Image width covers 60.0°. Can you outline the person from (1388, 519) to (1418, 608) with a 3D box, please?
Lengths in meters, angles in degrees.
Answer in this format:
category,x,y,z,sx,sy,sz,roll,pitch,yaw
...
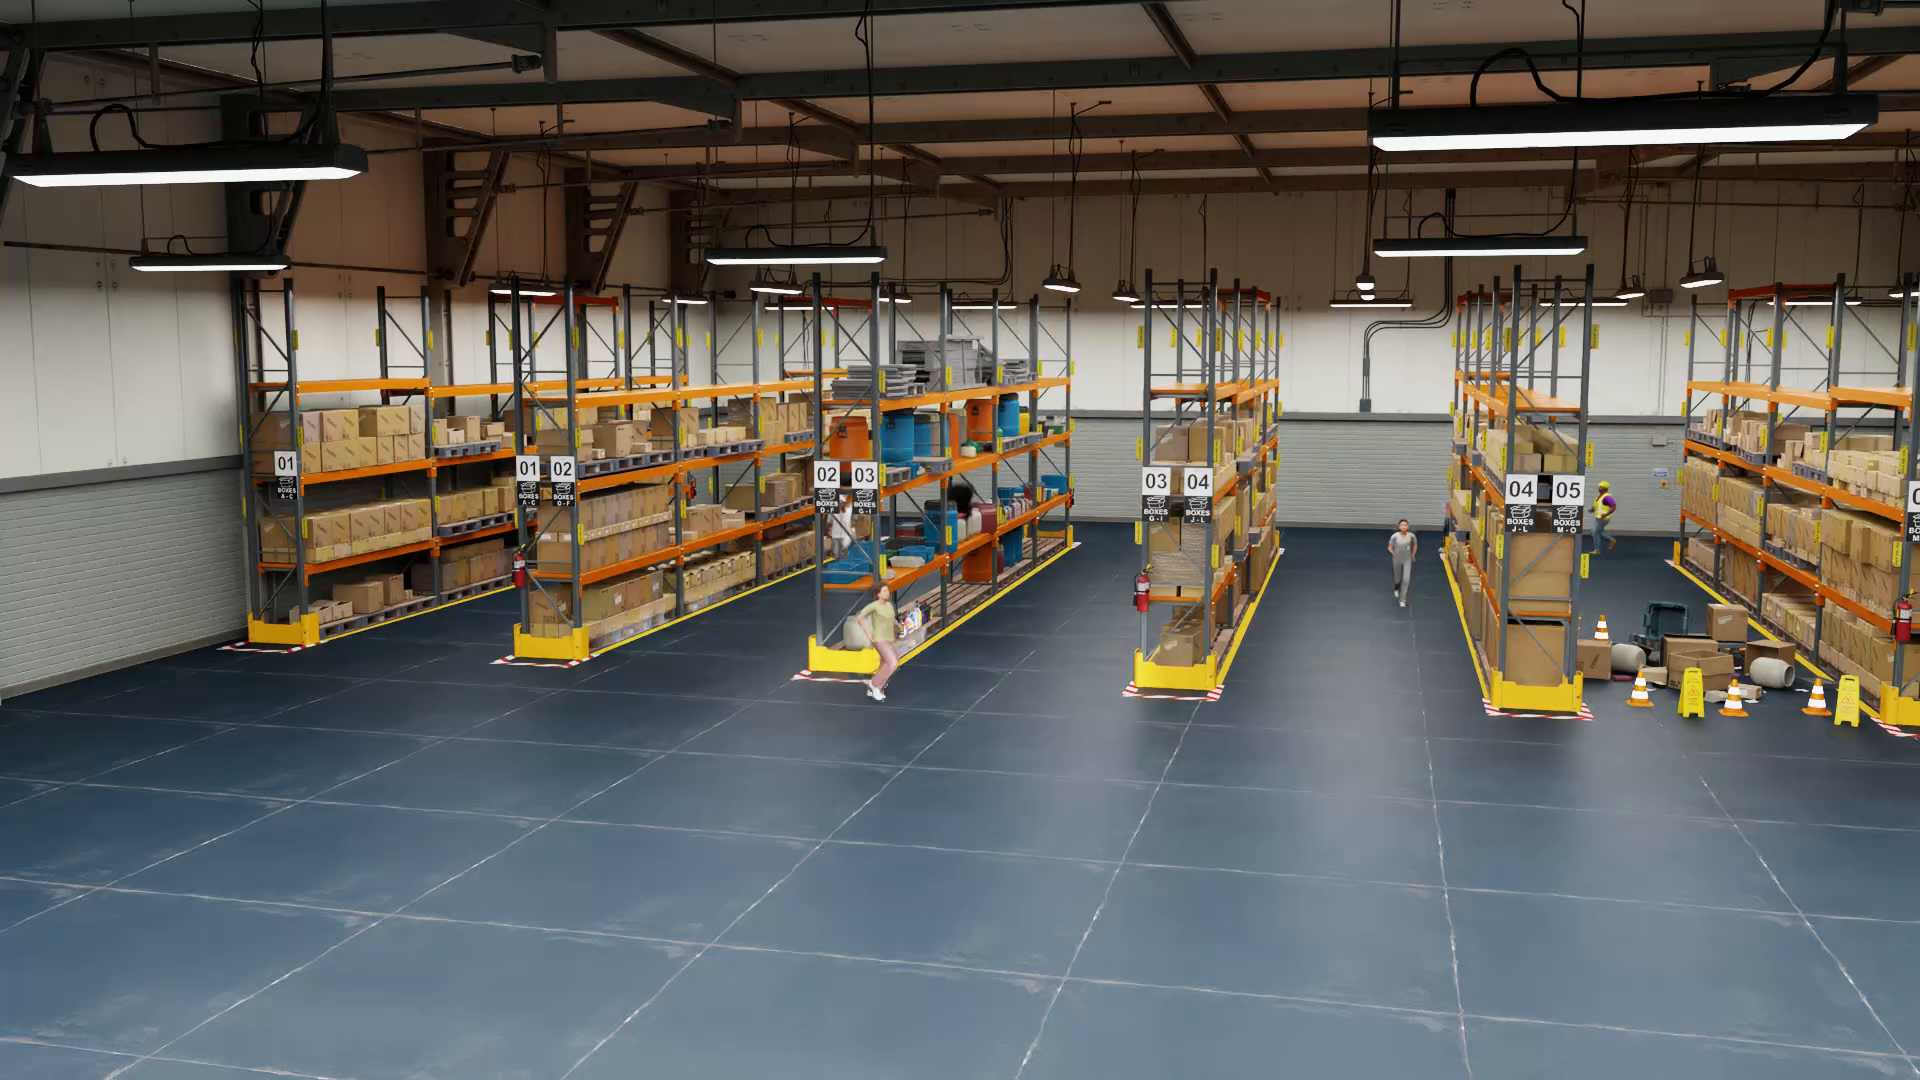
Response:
category,x,y,z,sx,sy,sz,roll,pitch,yaw
person,8.383,0.412,31.513,0.554,1.647,0.875,1,7,10

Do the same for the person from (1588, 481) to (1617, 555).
category,x,y,z,sx,sy,sz,roll,pitch,yaw
person,15.051,-0.509,38.840,0.687,1.728,0.699,0,7,1

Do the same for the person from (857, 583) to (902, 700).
category,x,y,z,sx,sy,sz,roll,pitch,yaw
person,-1.057,1.415,23.085,0.608,1.641,0.560,5,8,35

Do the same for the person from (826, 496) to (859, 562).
category,x,y,z,sx,sy,sz,roll,pitch,yaw
person,-2.471,-0.113,34.855,0.683,1.628,0.909,0,7,2

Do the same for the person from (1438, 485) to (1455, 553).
category,x,y,z,sx,sy,sz,roll,pitch,yaw
person,11.709,-0.510,39.384,0.789,1.633,0.528,-2,7,-16
